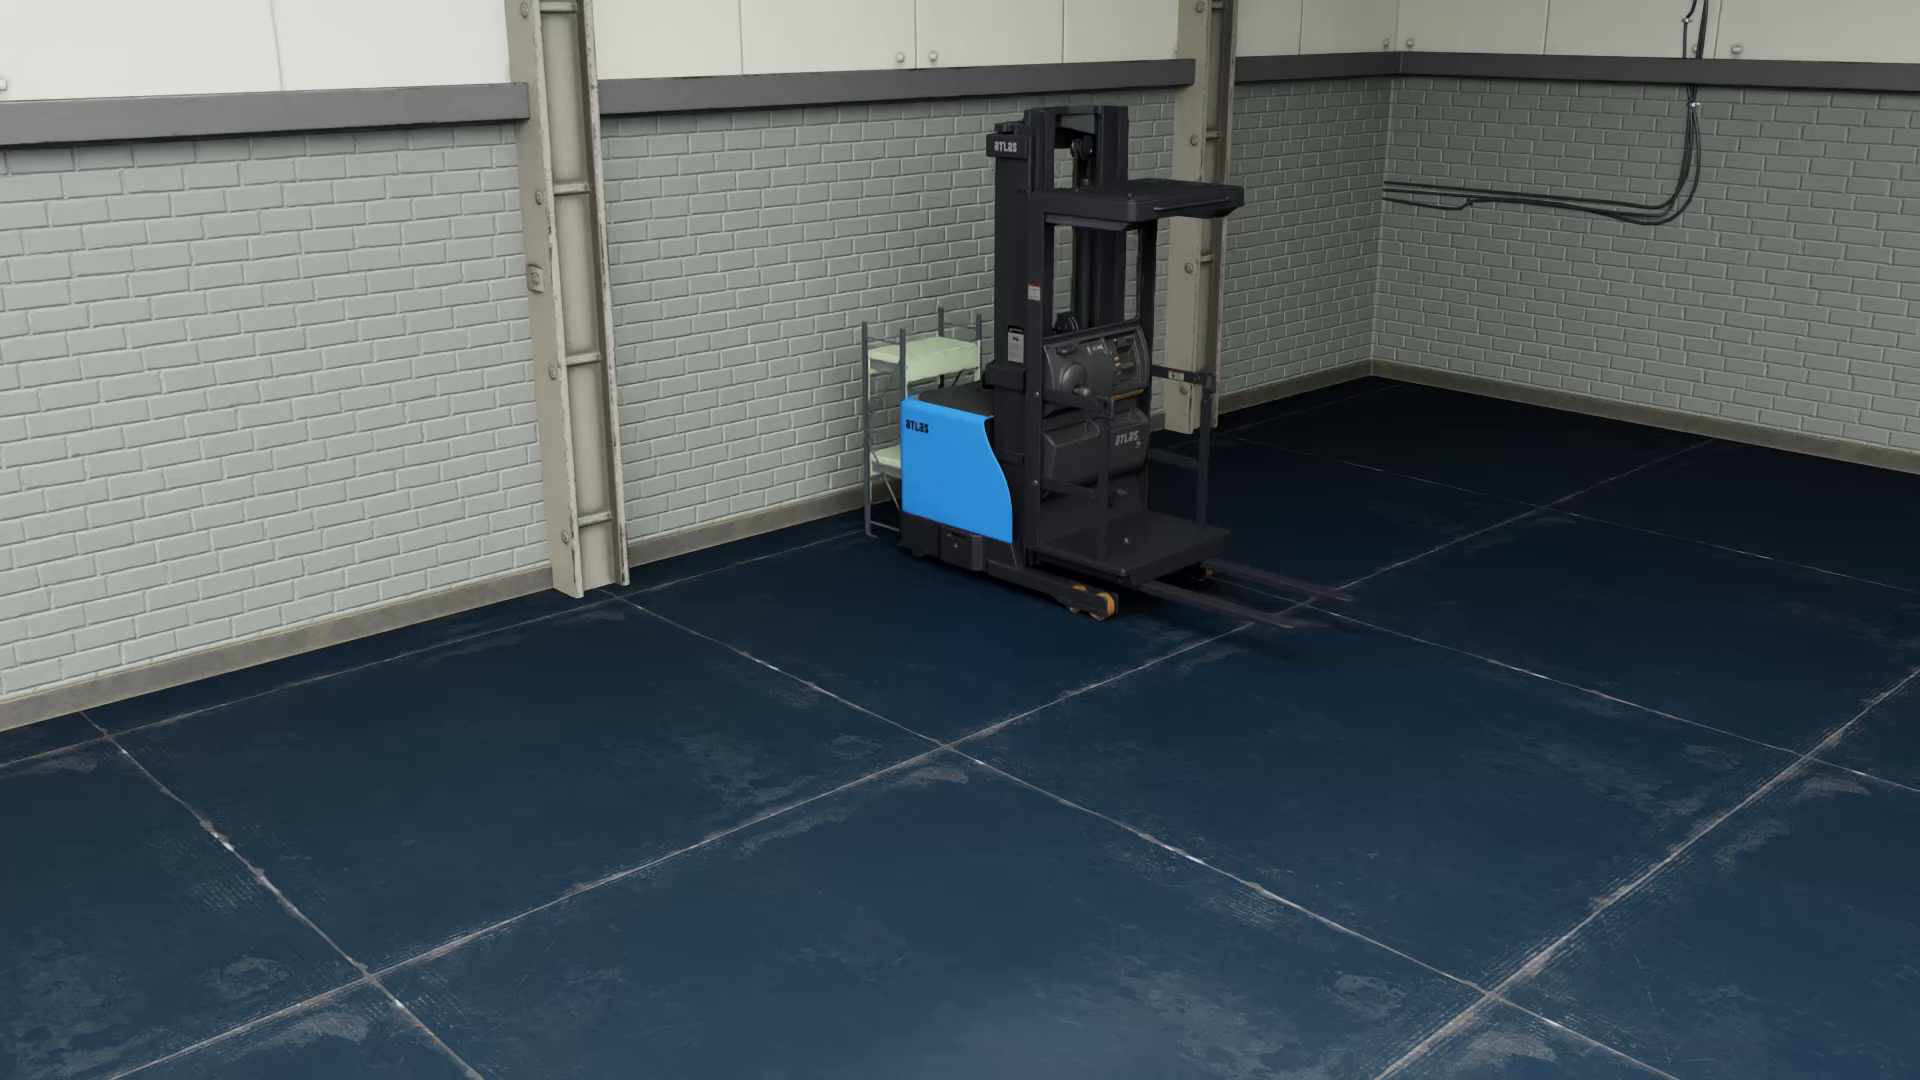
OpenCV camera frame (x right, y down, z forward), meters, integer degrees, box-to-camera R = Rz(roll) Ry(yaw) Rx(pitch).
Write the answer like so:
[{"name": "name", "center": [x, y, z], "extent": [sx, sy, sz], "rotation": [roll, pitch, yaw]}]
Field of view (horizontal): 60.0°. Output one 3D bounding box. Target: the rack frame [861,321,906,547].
[{"name": "rack frame", "center": [-0.509, -0.709, 11.240], "extent": [0.400, 1.500, 0.023], "rotation": [16, 24, 41]}]

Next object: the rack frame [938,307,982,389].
[{"name": "rack frame", "center": [-0.002, -0.872, 11.742], "extent": [0.400, 1.500, 0.023], "rotation": [16, 24, 41]}]

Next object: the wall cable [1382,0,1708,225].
[{"name": "wall cable", "center": [5.056, -4.116, 14.622], "extent": [0.112, 2.526, 3.097], "rotation": [-16, 24, -41]}]

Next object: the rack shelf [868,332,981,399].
[{"name": "rack shelf", "center": [-0.255, -1.162, 11.371], "extent": [0.431, 0.370, 0.720], "rotation": [16, 24, 41]}]

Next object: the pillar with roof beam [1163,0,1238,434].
[{"name": "pillar with roof beam", "center": [4.964, -4.300, 10.156], "extent": [0.400, 9.000, 9.100], "rotation": [-16, 24, -41]}]

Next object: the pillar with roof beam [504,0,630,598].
[{"name": "pillar with roof beam", "center": [0.605, -3.029, 6.235], "extent": [0.400, 9.000, 9.100], "rotation": [-16, 24, -41]}]

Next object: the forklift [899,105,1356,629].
[{"name": "forklift", "center": [0.999, -1.093, 10.103], "extent": [3.031, 2.935, 1.130], "rotation": [17, 24, 42]}]

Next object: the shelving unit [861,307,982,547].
[{"name": "shelving unit", "center": [-0.255, -0.791, 11.491], "extent": [0.431, 1.500, 0.755], "rotation": [16, 24, 41]}]

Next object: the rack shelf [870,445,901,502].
[{"name": "rack shelf", "center": [-0.255, -0.480, 11.592], "extent": [0.431, 0.370, 0.720], "rotation": [16, 24, 41]}]
